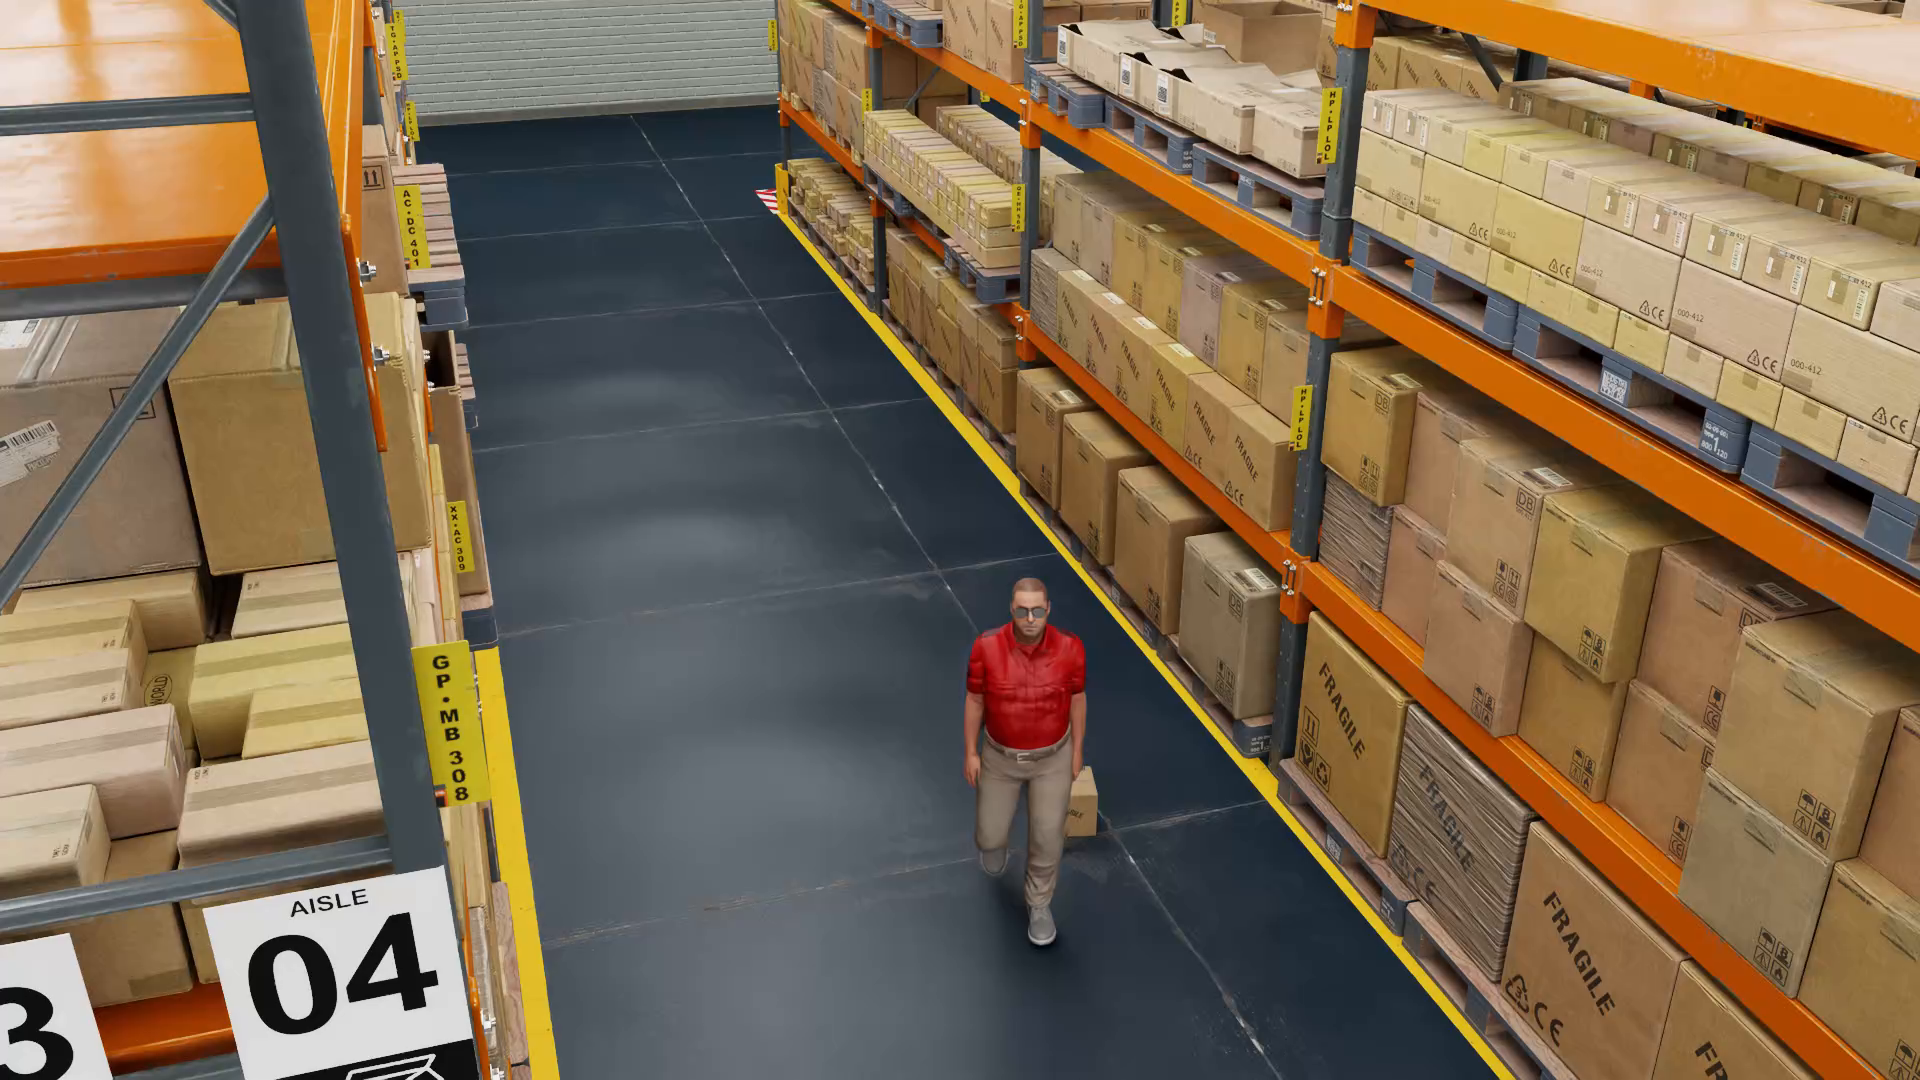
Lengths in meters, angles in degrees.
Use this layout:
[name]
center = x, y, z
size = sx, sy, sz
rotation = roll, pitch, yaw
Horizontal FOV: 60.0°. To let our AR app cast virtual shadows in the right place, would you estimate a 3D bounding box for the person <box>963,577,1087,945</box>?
[person]
center = 0.289, 0.935, 7.436
size = 0.547, 1.709, 0.661
rotation = 0, 26, 0
